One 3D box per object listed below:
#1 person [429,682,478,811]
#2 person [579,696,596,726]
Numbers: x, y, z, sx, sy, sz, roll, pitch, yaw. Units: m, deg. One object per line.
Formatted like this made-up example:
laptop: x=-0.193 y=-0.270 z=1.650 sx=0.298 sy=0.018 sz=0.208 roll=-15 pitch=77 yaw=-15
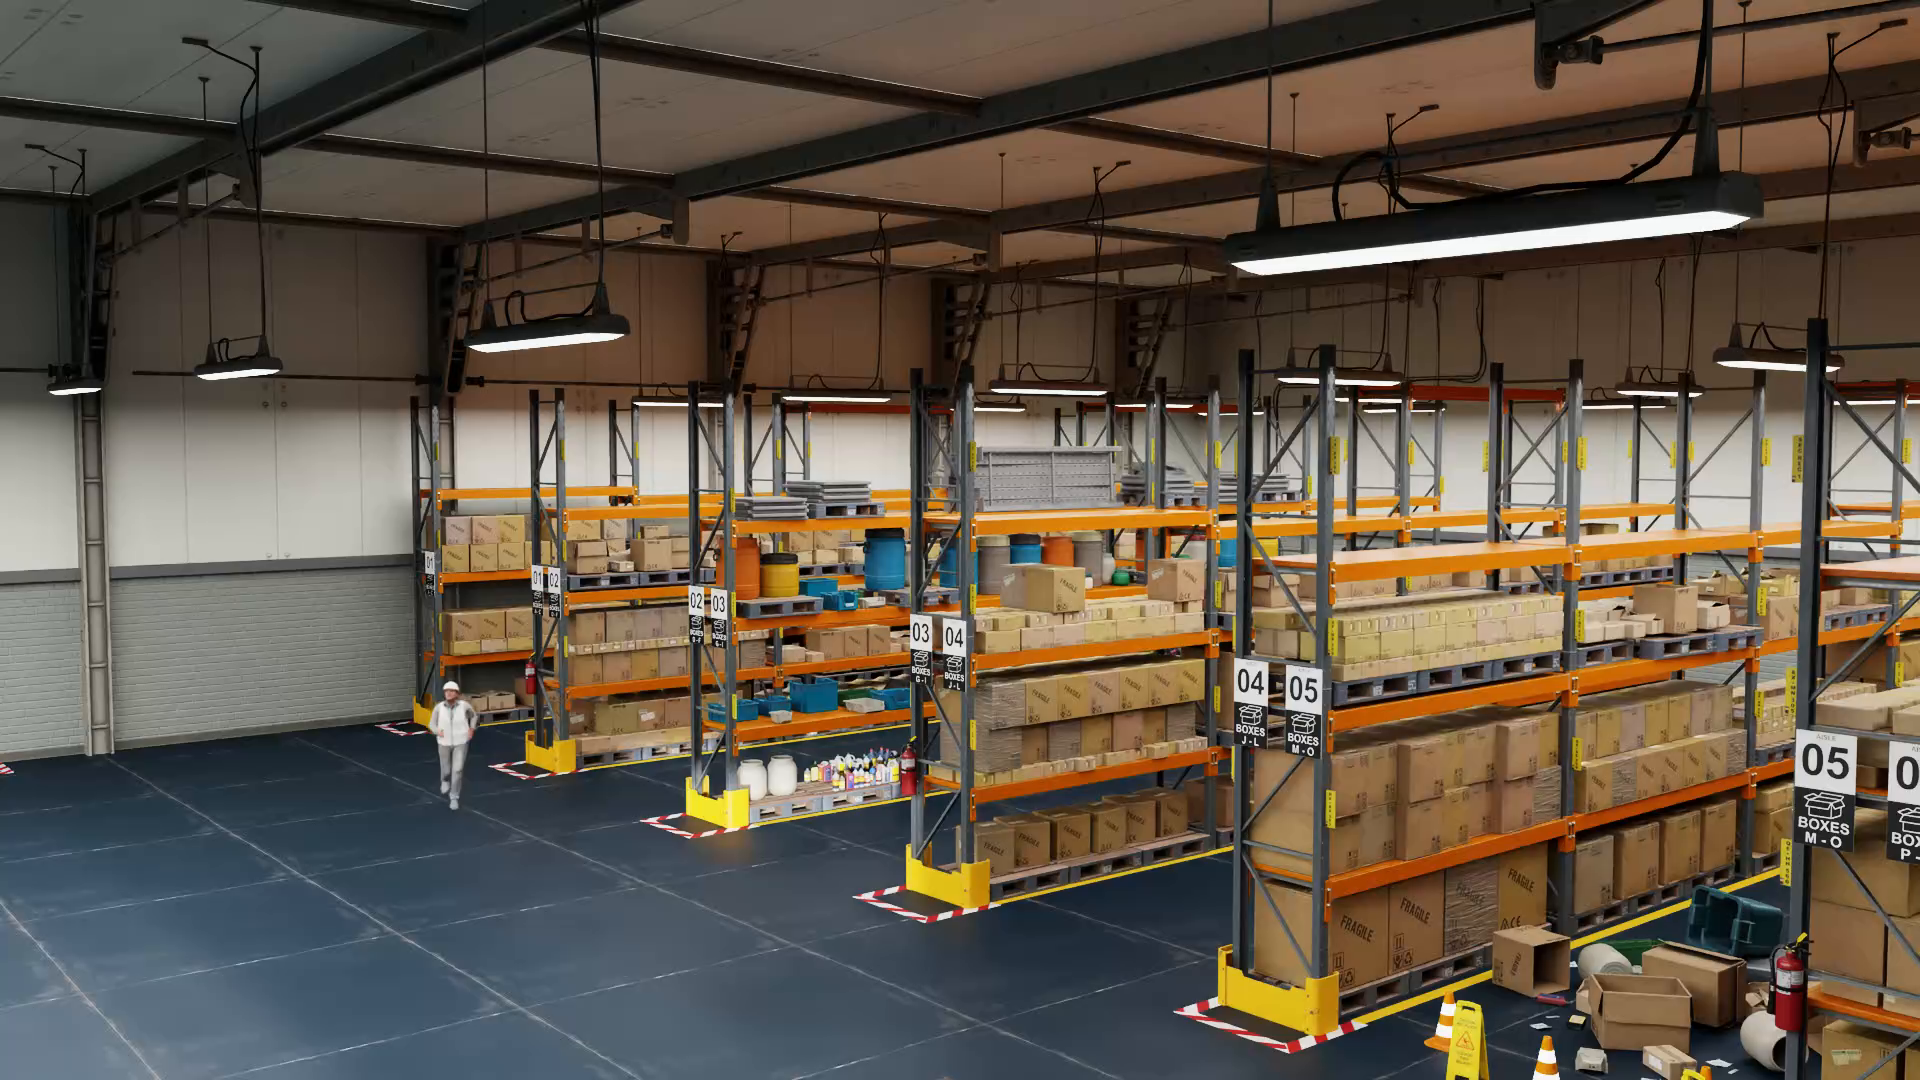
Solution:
person: x=-7.218 y=2.894 z=23.713 sx=0.670 sy=1.777 sz=0.904 roll=-1 pitch=3 yaw=-12
person: x=-6.451 y=2.656 z=28.384 sx=0.726 sy=1.740 sz=0.590 roll=-3 pitch=5 yaw=-45
